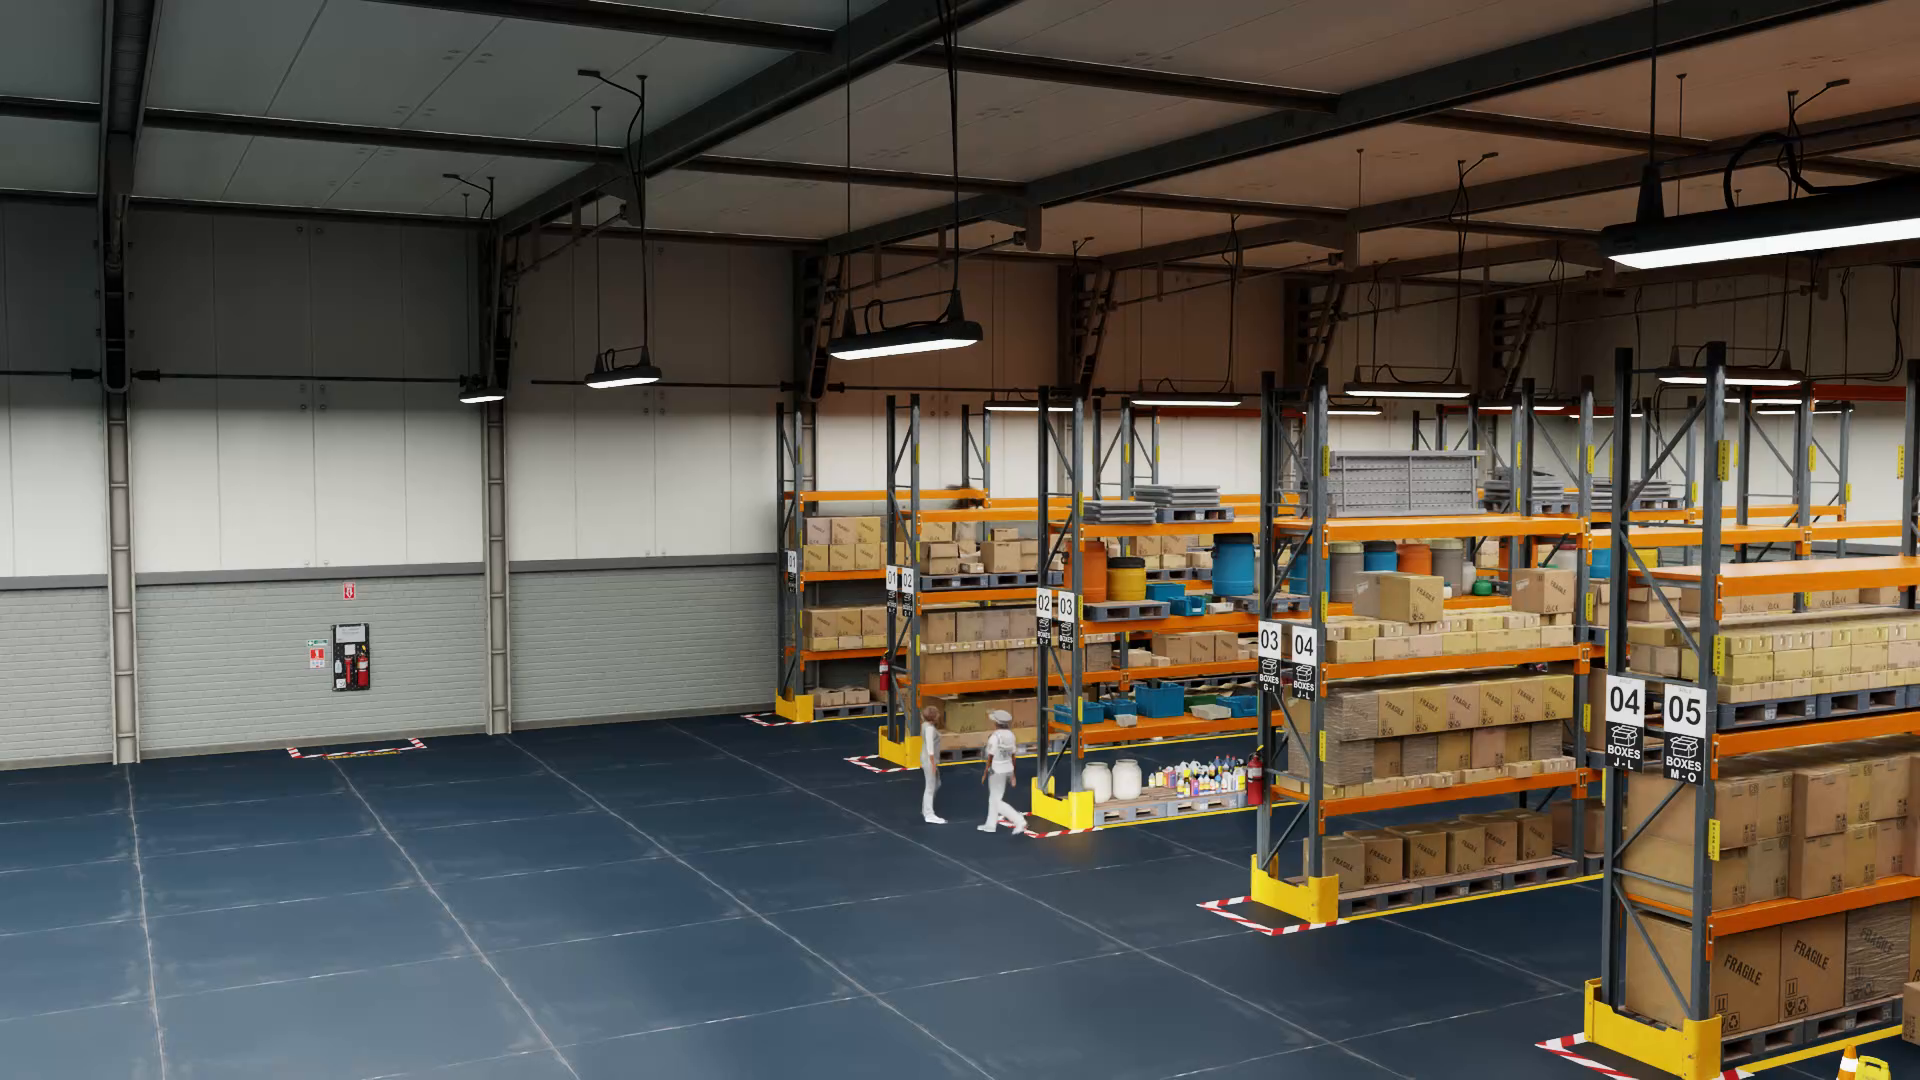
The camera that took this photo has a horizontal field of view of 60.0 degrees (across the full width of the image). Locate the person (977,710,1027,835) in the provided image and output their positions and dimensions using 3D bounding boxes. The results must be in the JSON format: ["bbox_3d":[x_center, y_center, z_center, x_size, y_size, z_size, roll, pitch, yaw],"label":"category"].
[{"bbox_3d":[0.552,3.080,21.978,0.884,1.664,0.421,2,4,32],"label":"person"}]

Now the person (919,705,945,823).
[{"bbox_3d":[-0.387,3.097,22.851,0.349,1.654,0.467,0,3,-2],"label":"person"}]

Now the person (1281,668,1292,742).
[{"bbox_3d":[5.762,2.682,28.973,0.453,1.681,0.384,-1,3,-19],"label":"person"}]
